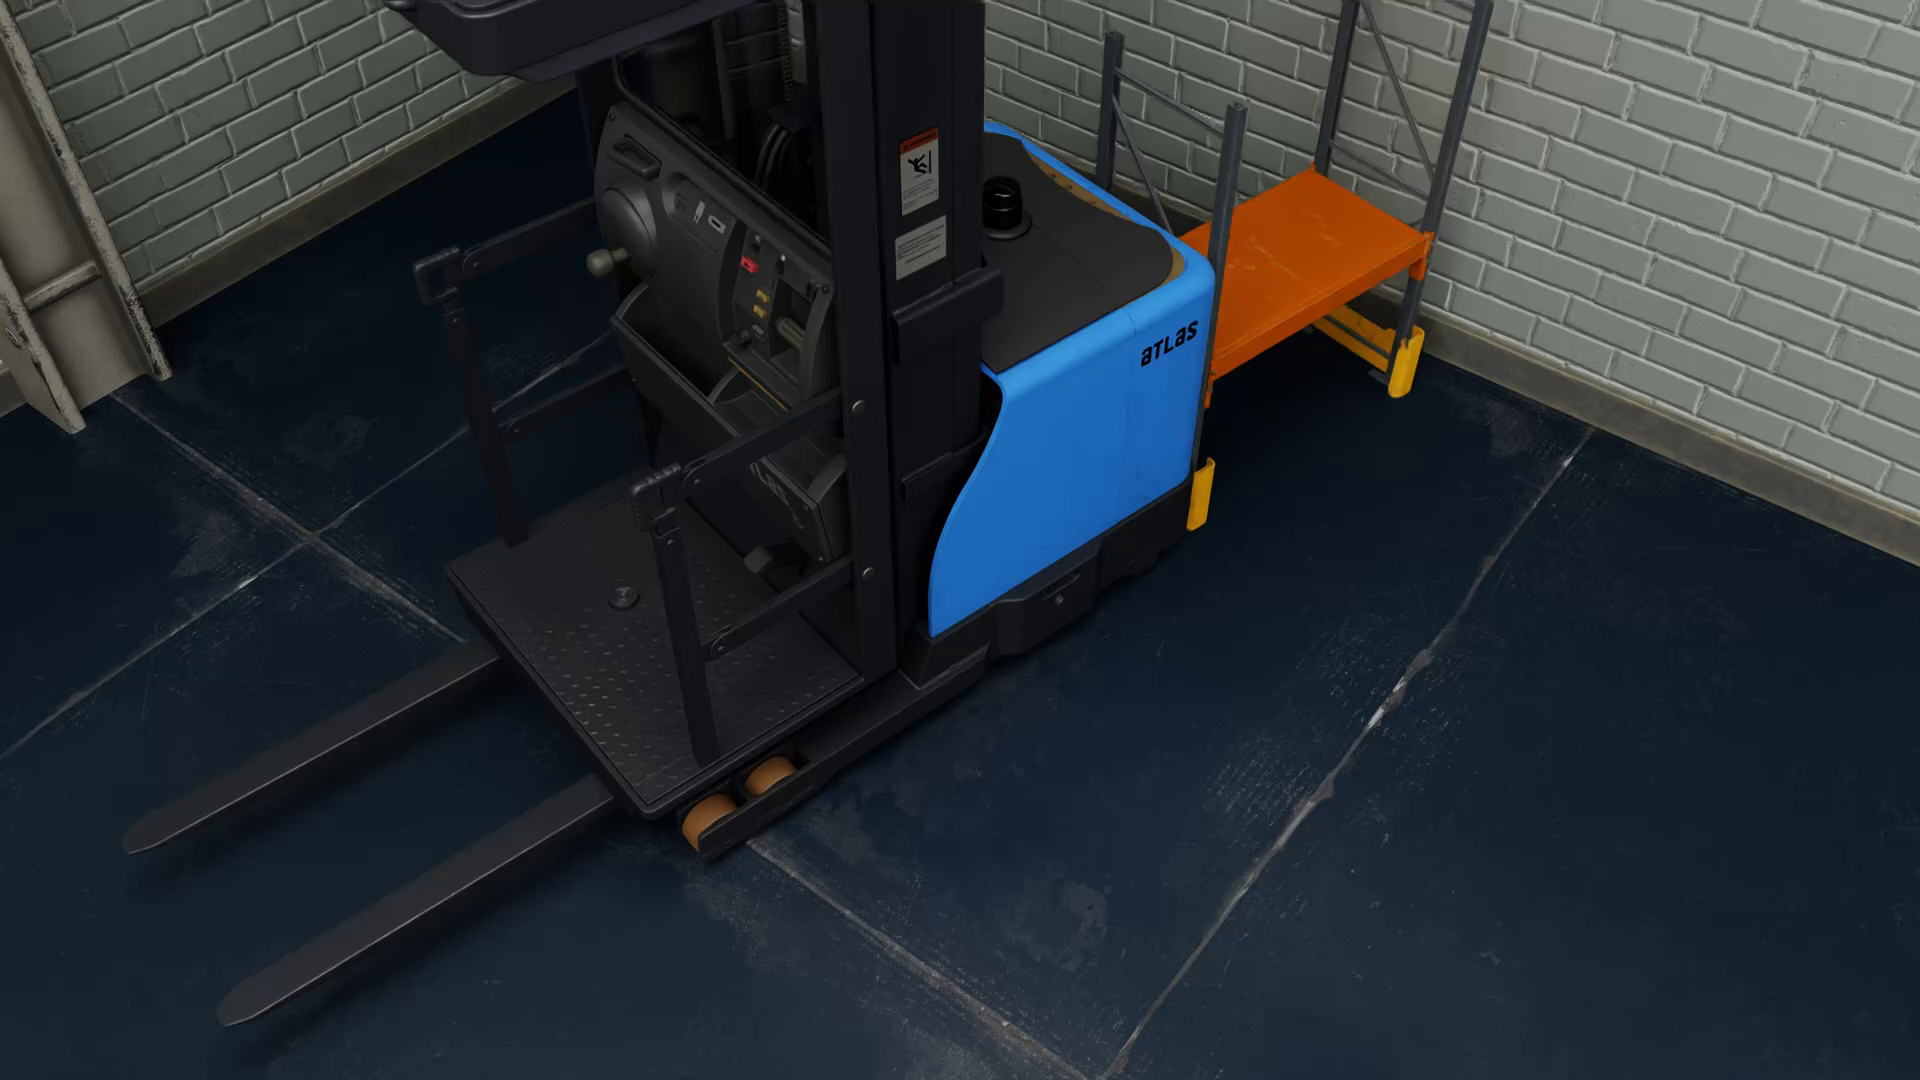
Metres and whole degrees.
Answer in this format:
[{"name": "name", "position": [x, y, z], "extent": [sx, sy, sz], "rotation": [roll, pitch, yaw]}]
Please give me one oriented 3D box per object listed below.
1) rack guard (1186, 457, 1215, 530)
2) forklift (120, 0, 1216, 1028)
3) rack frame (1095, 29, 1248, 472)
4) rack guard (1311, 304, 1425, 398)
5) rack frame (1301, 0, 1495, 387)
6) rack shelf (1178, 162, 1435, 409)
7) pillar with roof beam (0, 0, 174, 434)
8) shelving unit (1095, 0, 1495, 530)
[{"name": "rack guard", "position": [0.577, -0.294, 5.358], "extent": [0.087, 0.250, 0.587], "rotation": [-31, 54, -26]}, {"name": "forklift", "position": [-0.751, -0.606, 3.802], "extent": [3.031, 2.935, 1.130], "rotation": [-31, 54, -26]}, {"name": "rack frame", "position": [0.562, -0.716, 4.897], "extent": [0.032, 1.500, 0.500], "rotation": [-31, 54, -26]}, {"name": "rack guard", "position": [1.347, -0.751, 5.794], "extent": [0.087, 0.250, 0.587], "rotation": [-31, 54, -26]}, {"name": "rack frame", "position": [1.348, -1.183, 5.343], "extent": [0.032, 1.500, 0.500], "rotation": [-31, 54, -26]}, {"name": "rack shelf", "position": [0.955, -0.825, 5.250], "extent": [1.000, 0.185, 0.538], "rotation": [-31, 54, -26]}, {"name": "pillar with roof beam", "position": [0.423, -1.740, 0.689], "extent": [9.100, 9.000, 0.400], "rotation": [29, 53, 25]}, {"name": "shelving unit", "position": [0.962, -0.954, 5.124], "extent": [1.083, 1.500, 0.587], "rotation": [-31, 54, -26]}]
